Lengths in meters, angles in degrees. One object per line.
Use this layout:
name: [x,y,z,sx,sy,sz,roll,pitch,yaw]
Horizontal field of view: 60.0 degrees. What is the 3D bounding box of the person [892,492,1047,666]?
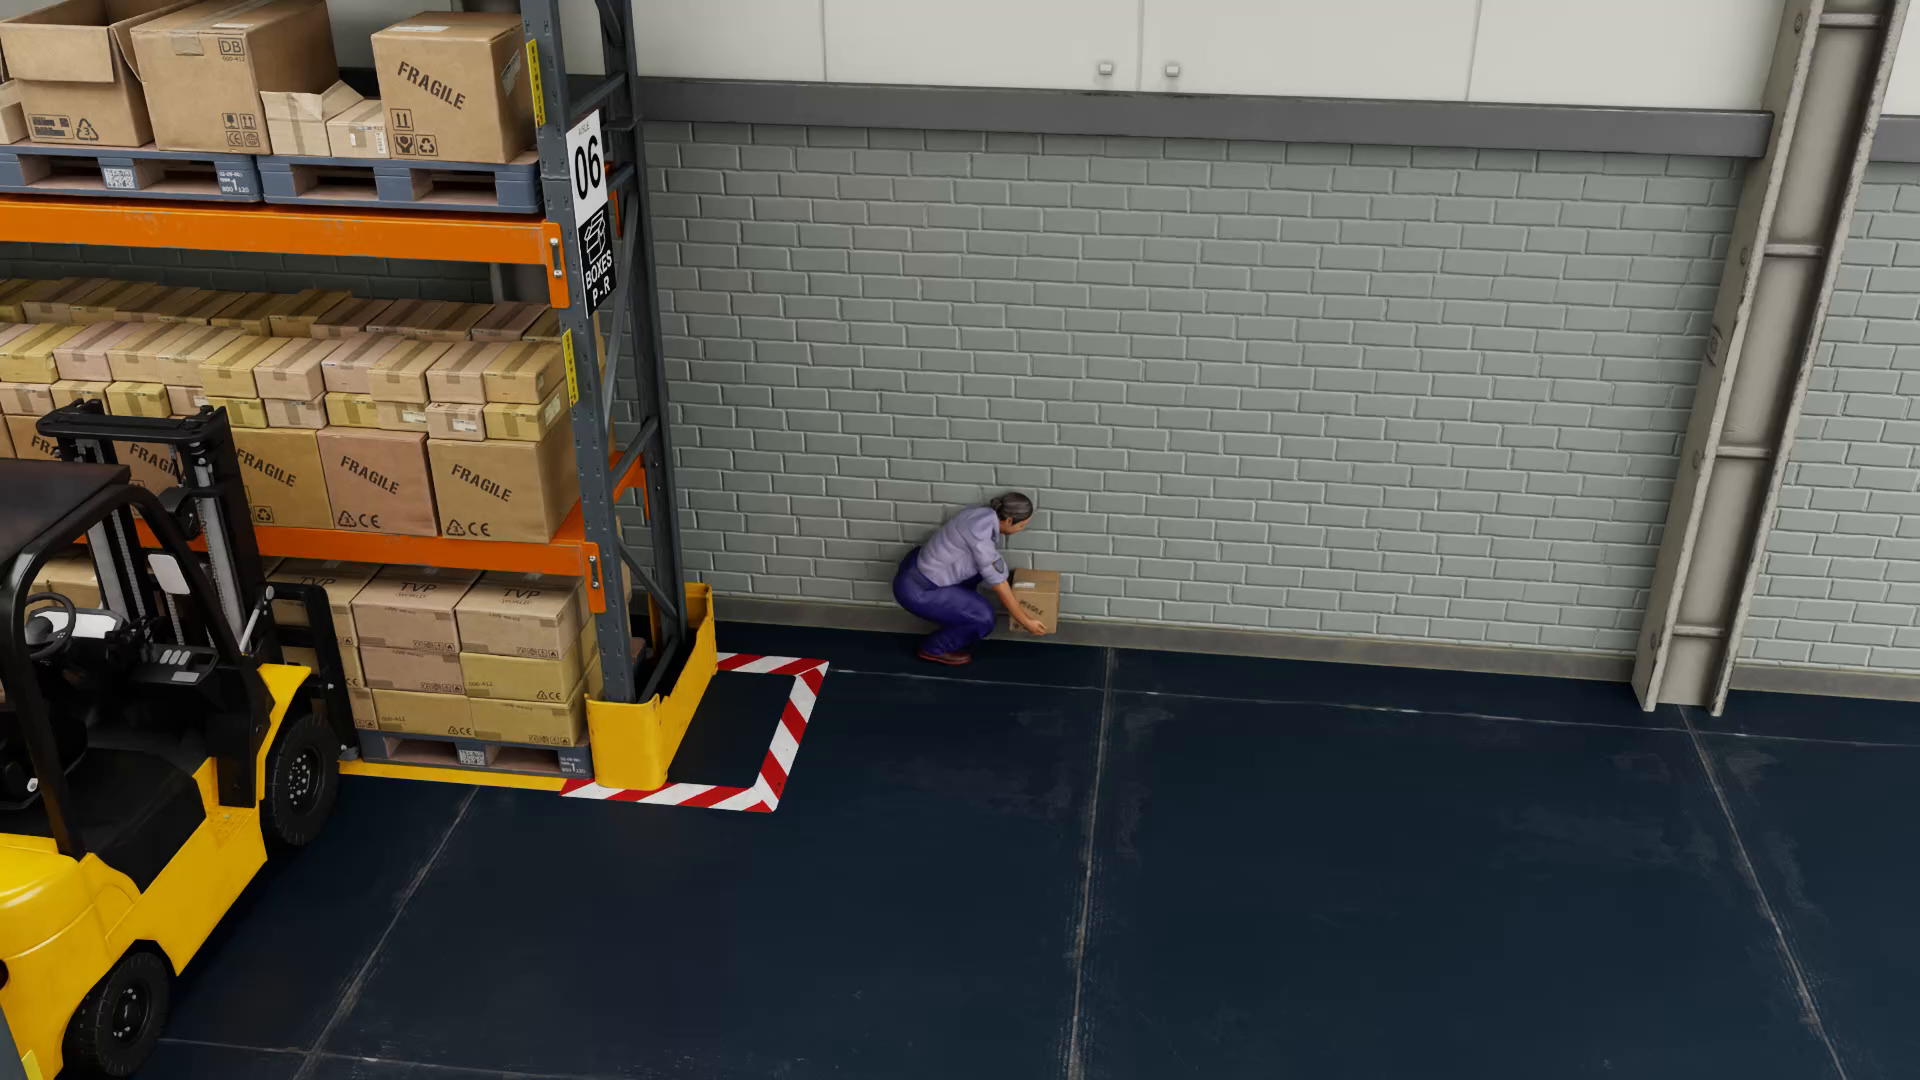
person: [0.067,0.183,9.044,0.850,0.951,0.527,3,29,6]
